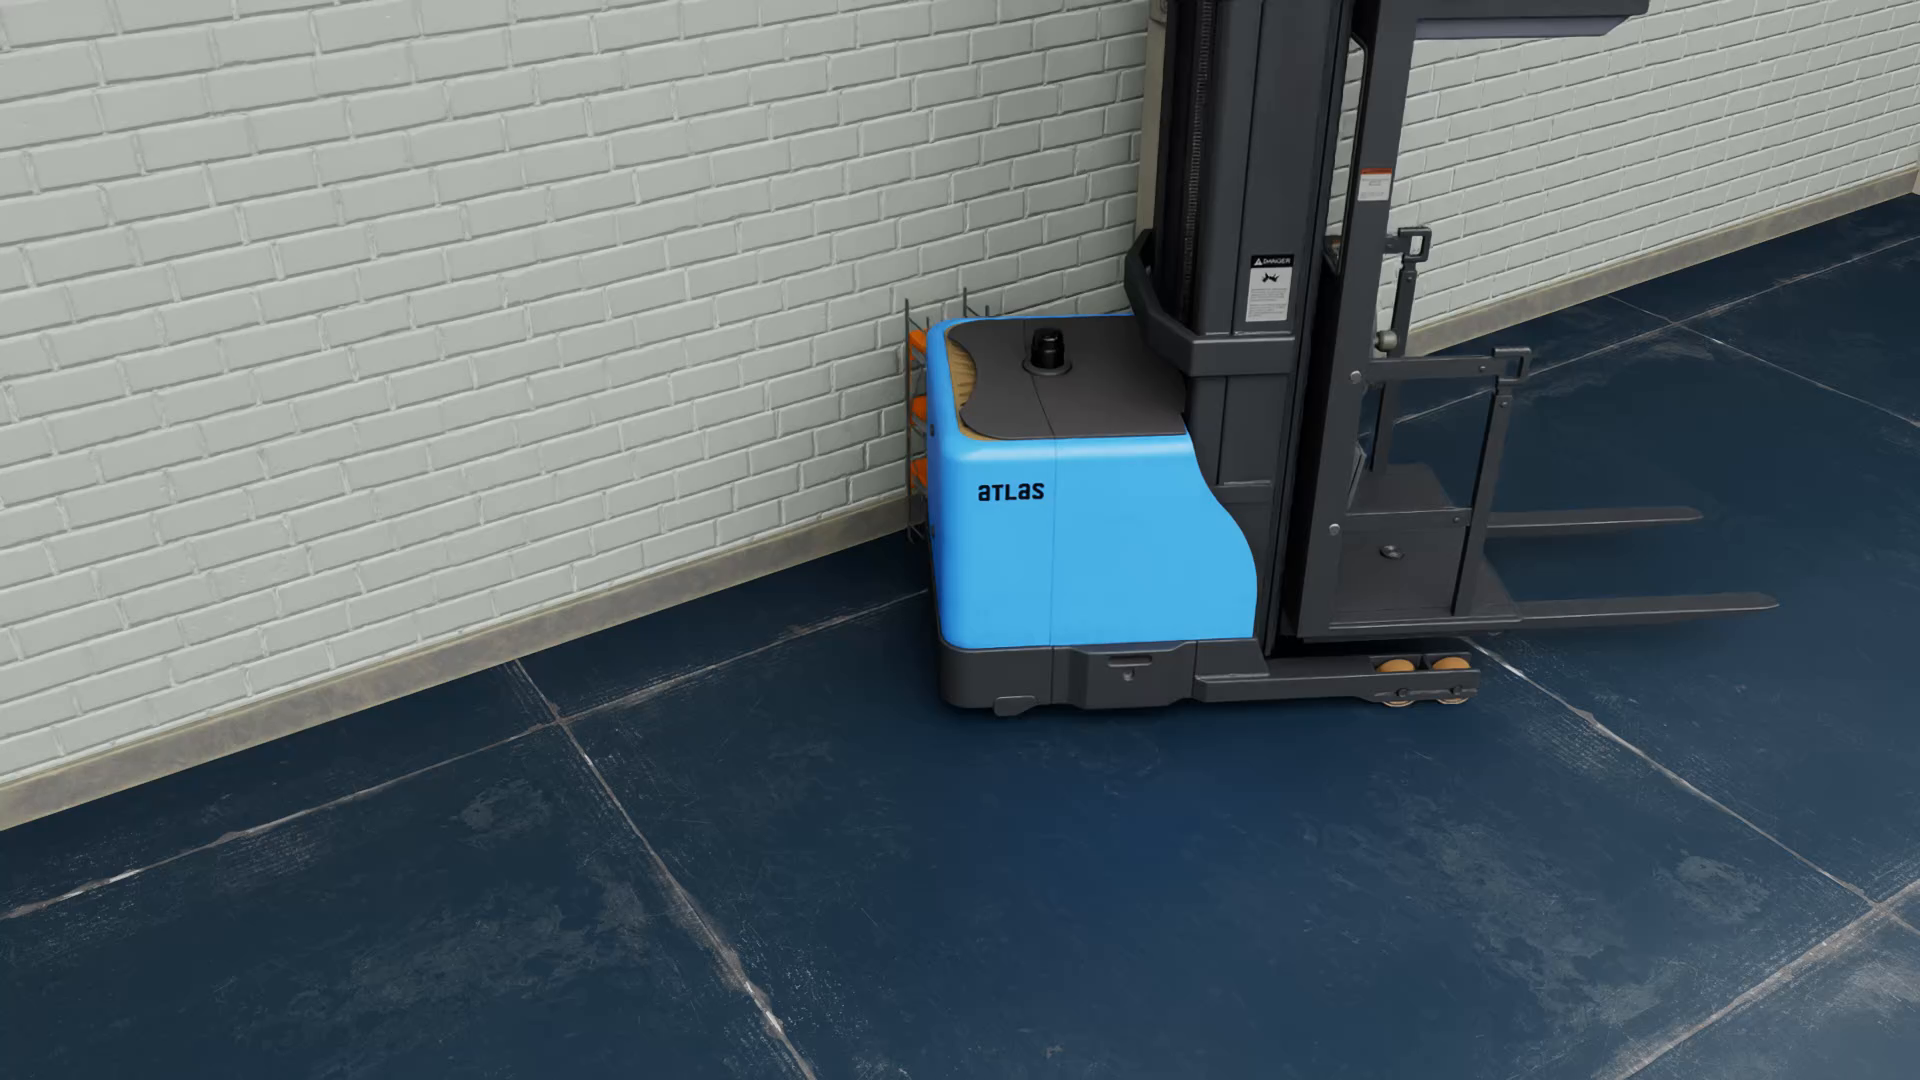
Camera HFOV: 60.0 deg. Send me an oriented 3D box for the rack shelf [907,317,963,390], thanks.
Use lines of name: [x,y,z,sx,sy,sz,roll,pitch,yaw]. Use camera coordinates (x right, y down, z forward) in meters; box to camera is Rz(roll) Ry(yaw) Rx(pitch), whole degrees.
rack shelf: [-0.051,-0.670,6.313,0.240,0.259,0.215,-14,35,-23]

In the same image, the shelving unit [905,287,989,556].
shelving unit: [-0.053,-0.438,6.457,0.252,1.050,0.215,-14,35,-23]

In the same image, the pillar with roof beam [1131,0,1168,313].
pillar with roof beam: [3.299,-2.257,1.894,0.400,9.000,9.100,-19,37,-27]

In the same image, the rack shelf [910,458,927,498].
rack shelf: [-0.055,-0.193,6.610,0.240,0.259,0.215,-14,35,-23]

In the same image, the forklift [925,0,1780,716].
forklift: [1.407,-0.936,5.486,3.031,2.935,1.130,-2,32,-4]

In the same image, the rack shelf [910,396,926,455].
rack shelf: [-0.053,-0.429,6.463,0.240,0.259,0.215,-14,35,-23]

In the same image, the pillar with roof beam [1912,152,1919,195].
pillar with roof beam: [8.342,-3.992,4.643,0.400,9.000,9.100,-19,37,-27]

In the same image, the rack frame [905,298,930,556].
rack frame: [-0.162,-0.410,6.411,0.008,1.050,0.200,-14,35,-23]

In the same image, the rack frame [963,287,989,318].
rack frame: [0.057,-0.466,6.504,0.008,1.050,0.200,-14,35,-23]
